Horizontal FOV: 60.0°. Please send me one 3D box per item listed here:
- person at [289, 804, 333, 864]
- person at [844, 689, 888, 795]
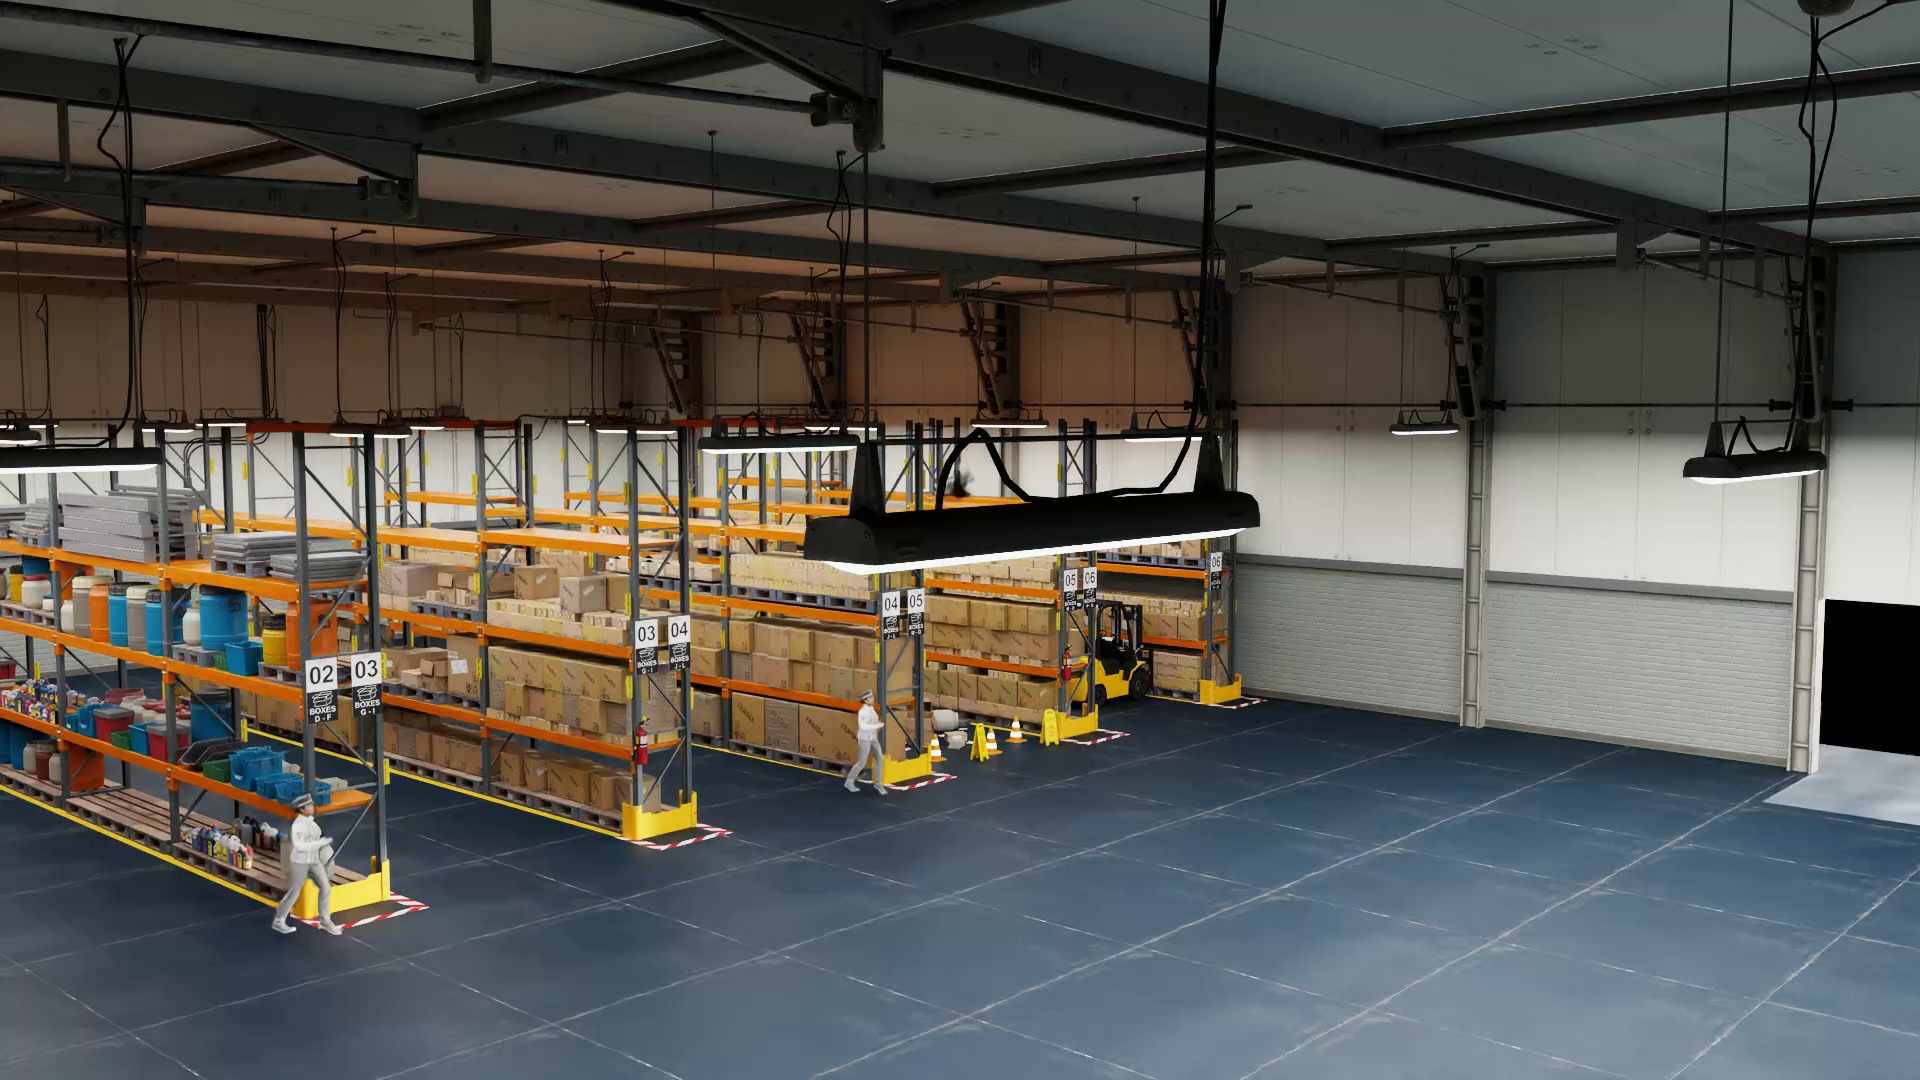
[{"bbox_3d":[-7.723,3.431,19.705,0.616,0.796,0.610,0,5,4],"label":"person"},{"bbox_3d":[-1.522,3.285,26.959,0.680,1.769,0.609,1,5,18],"label":"person"}]
